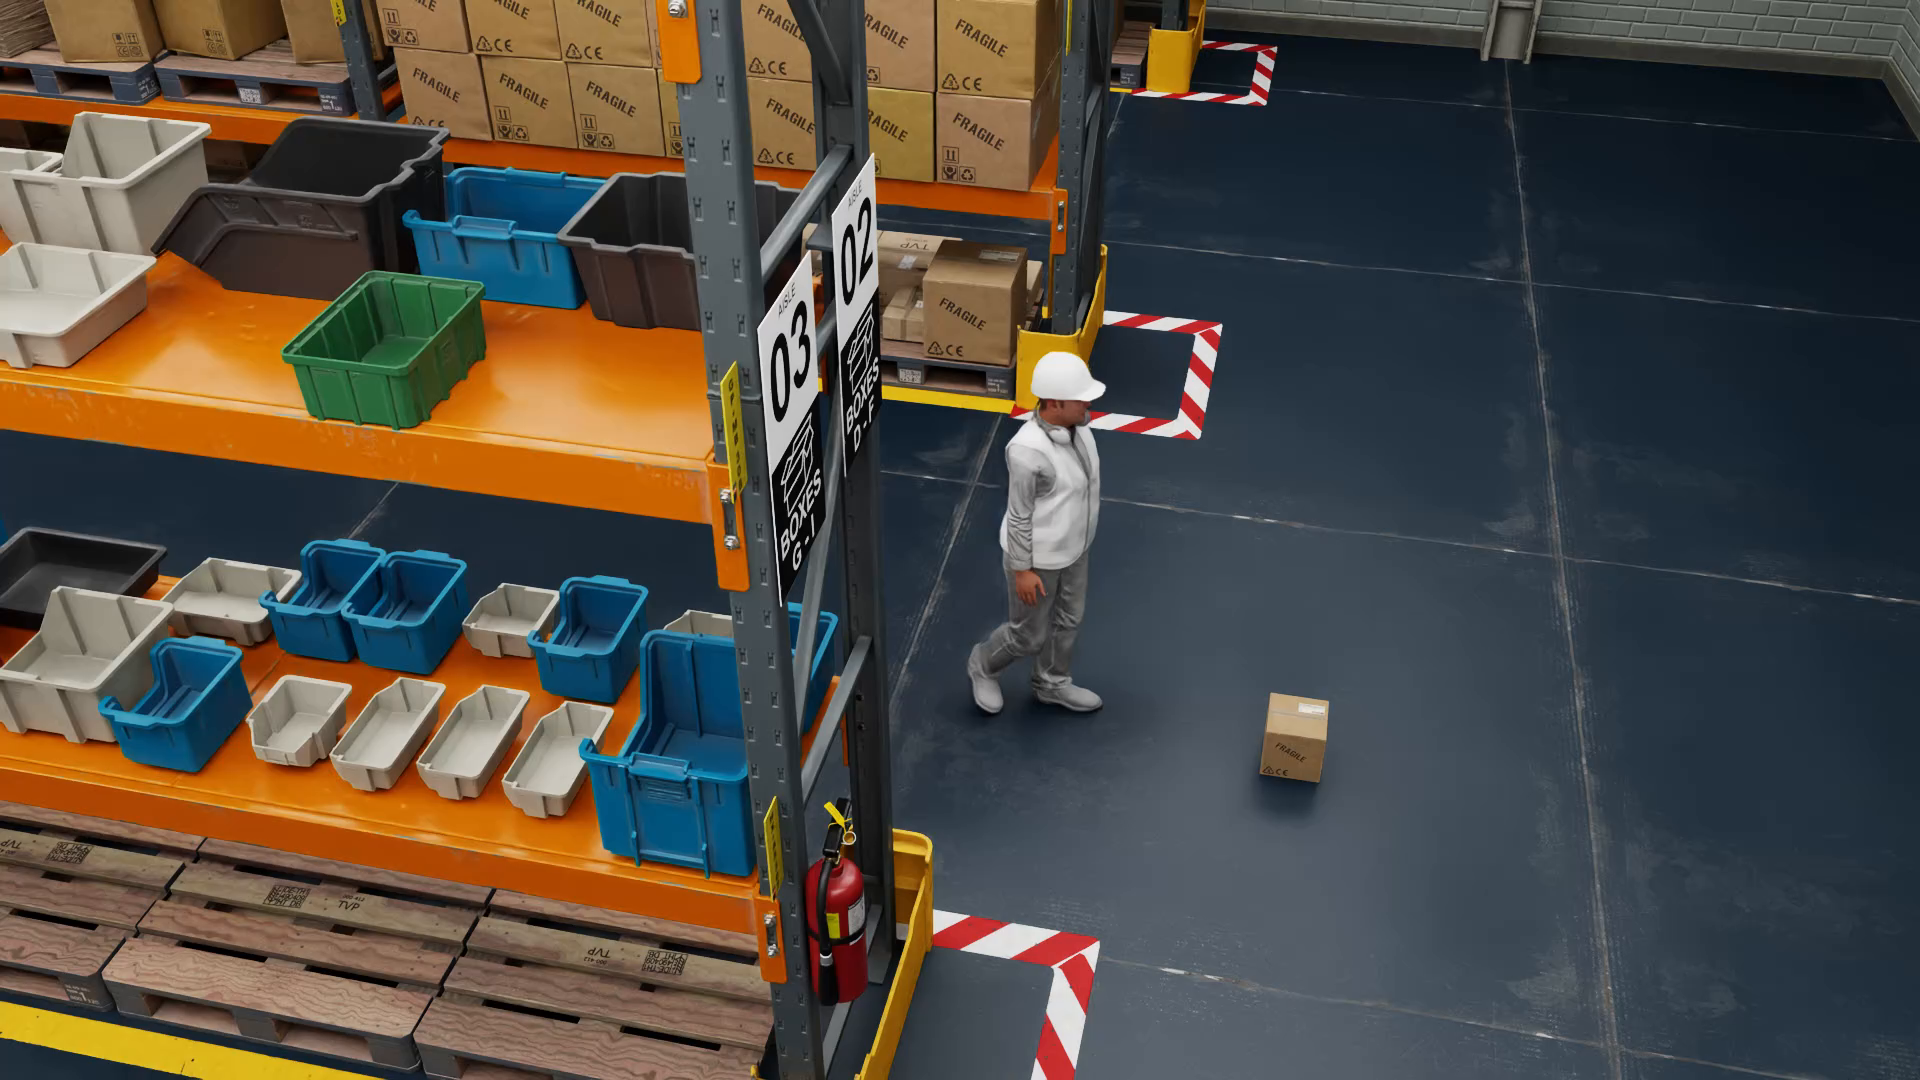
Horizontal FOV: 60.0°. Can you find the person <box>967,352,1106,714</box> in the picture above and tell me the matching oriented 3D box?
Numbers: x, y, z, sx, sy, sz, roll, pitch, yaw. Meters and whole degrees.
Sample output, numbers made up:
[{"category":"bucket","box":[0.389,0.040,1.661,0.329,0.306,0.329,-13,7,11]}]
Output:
[{"category":"person","box":[0.328,-0.006,6.946,0.596,1.774,0.562,20,41,25]}]
